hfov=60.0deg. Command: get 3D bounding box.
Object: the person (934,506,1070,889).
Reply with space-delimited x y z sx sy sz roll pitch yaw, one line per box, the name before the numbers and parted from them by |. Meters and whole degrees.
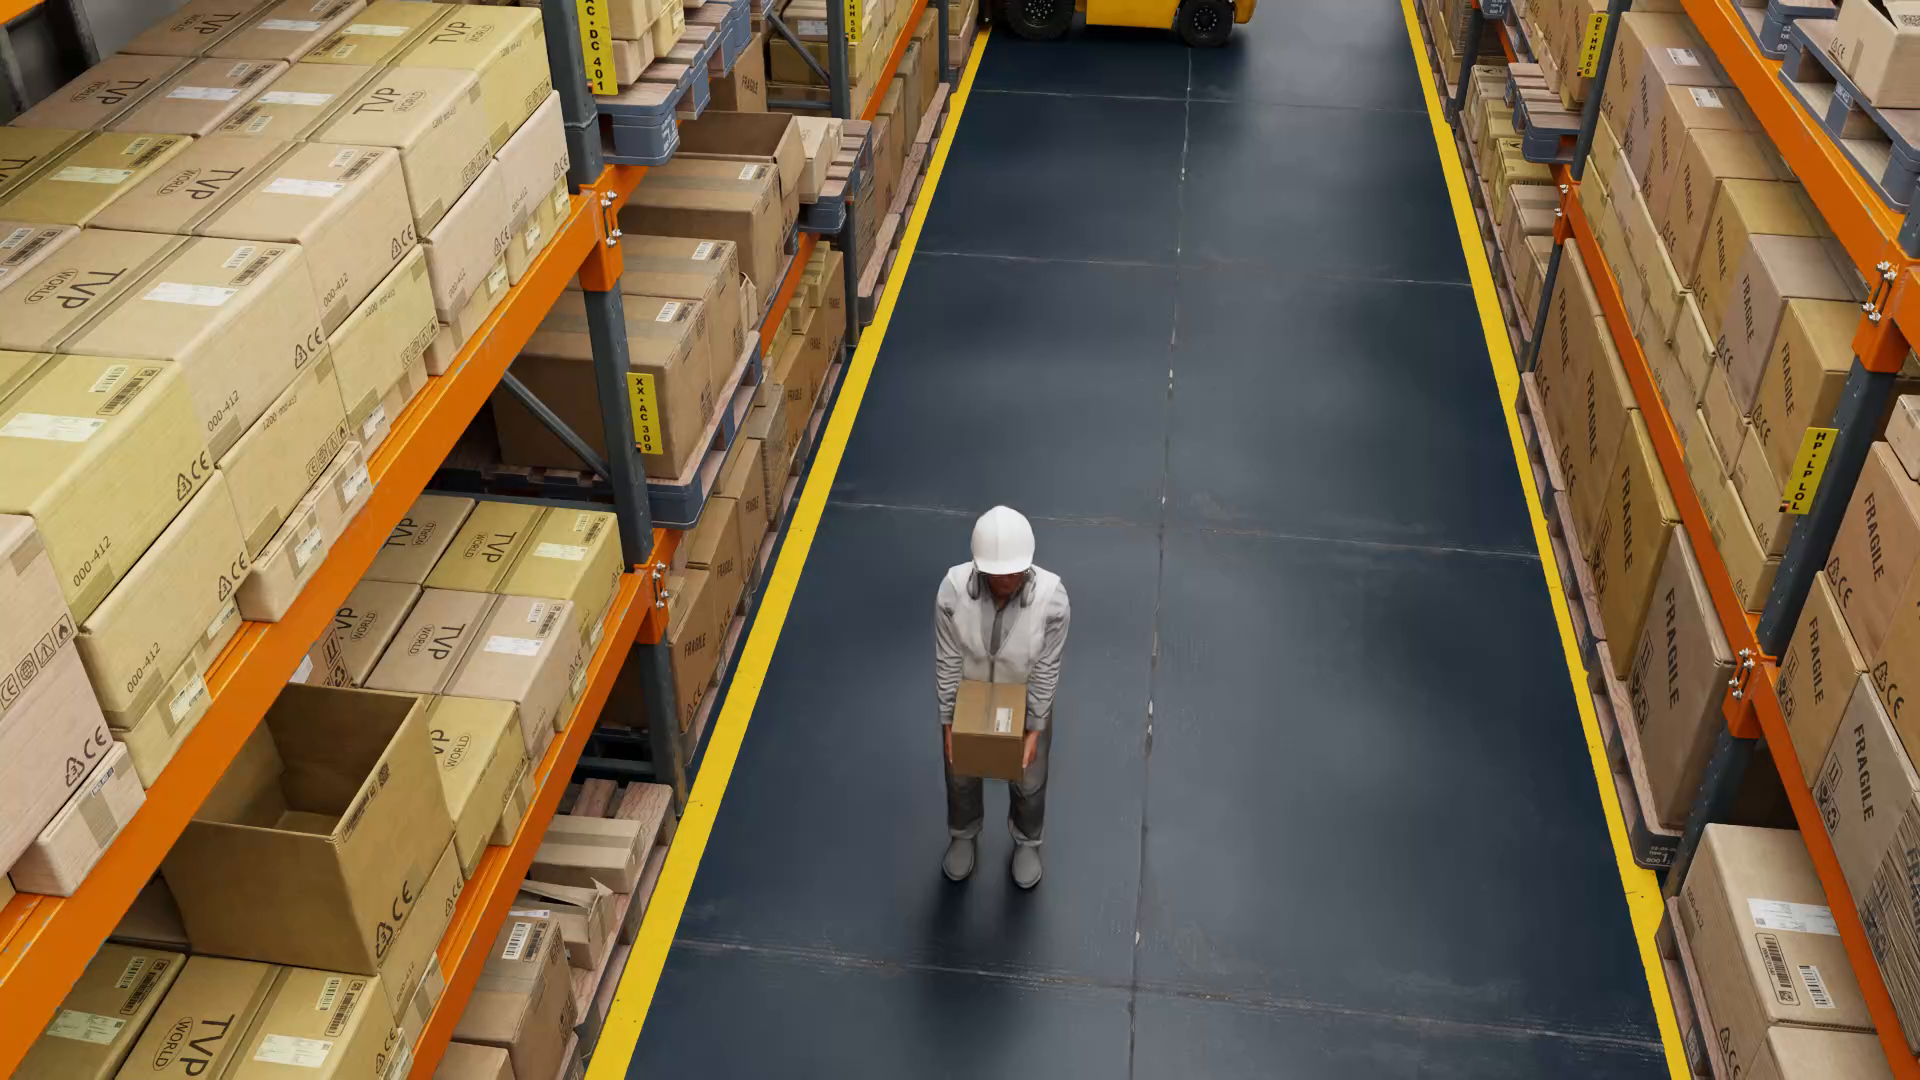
person | 0.148 0.618 6.176 0.487 1.765 0.577 4 36 5
